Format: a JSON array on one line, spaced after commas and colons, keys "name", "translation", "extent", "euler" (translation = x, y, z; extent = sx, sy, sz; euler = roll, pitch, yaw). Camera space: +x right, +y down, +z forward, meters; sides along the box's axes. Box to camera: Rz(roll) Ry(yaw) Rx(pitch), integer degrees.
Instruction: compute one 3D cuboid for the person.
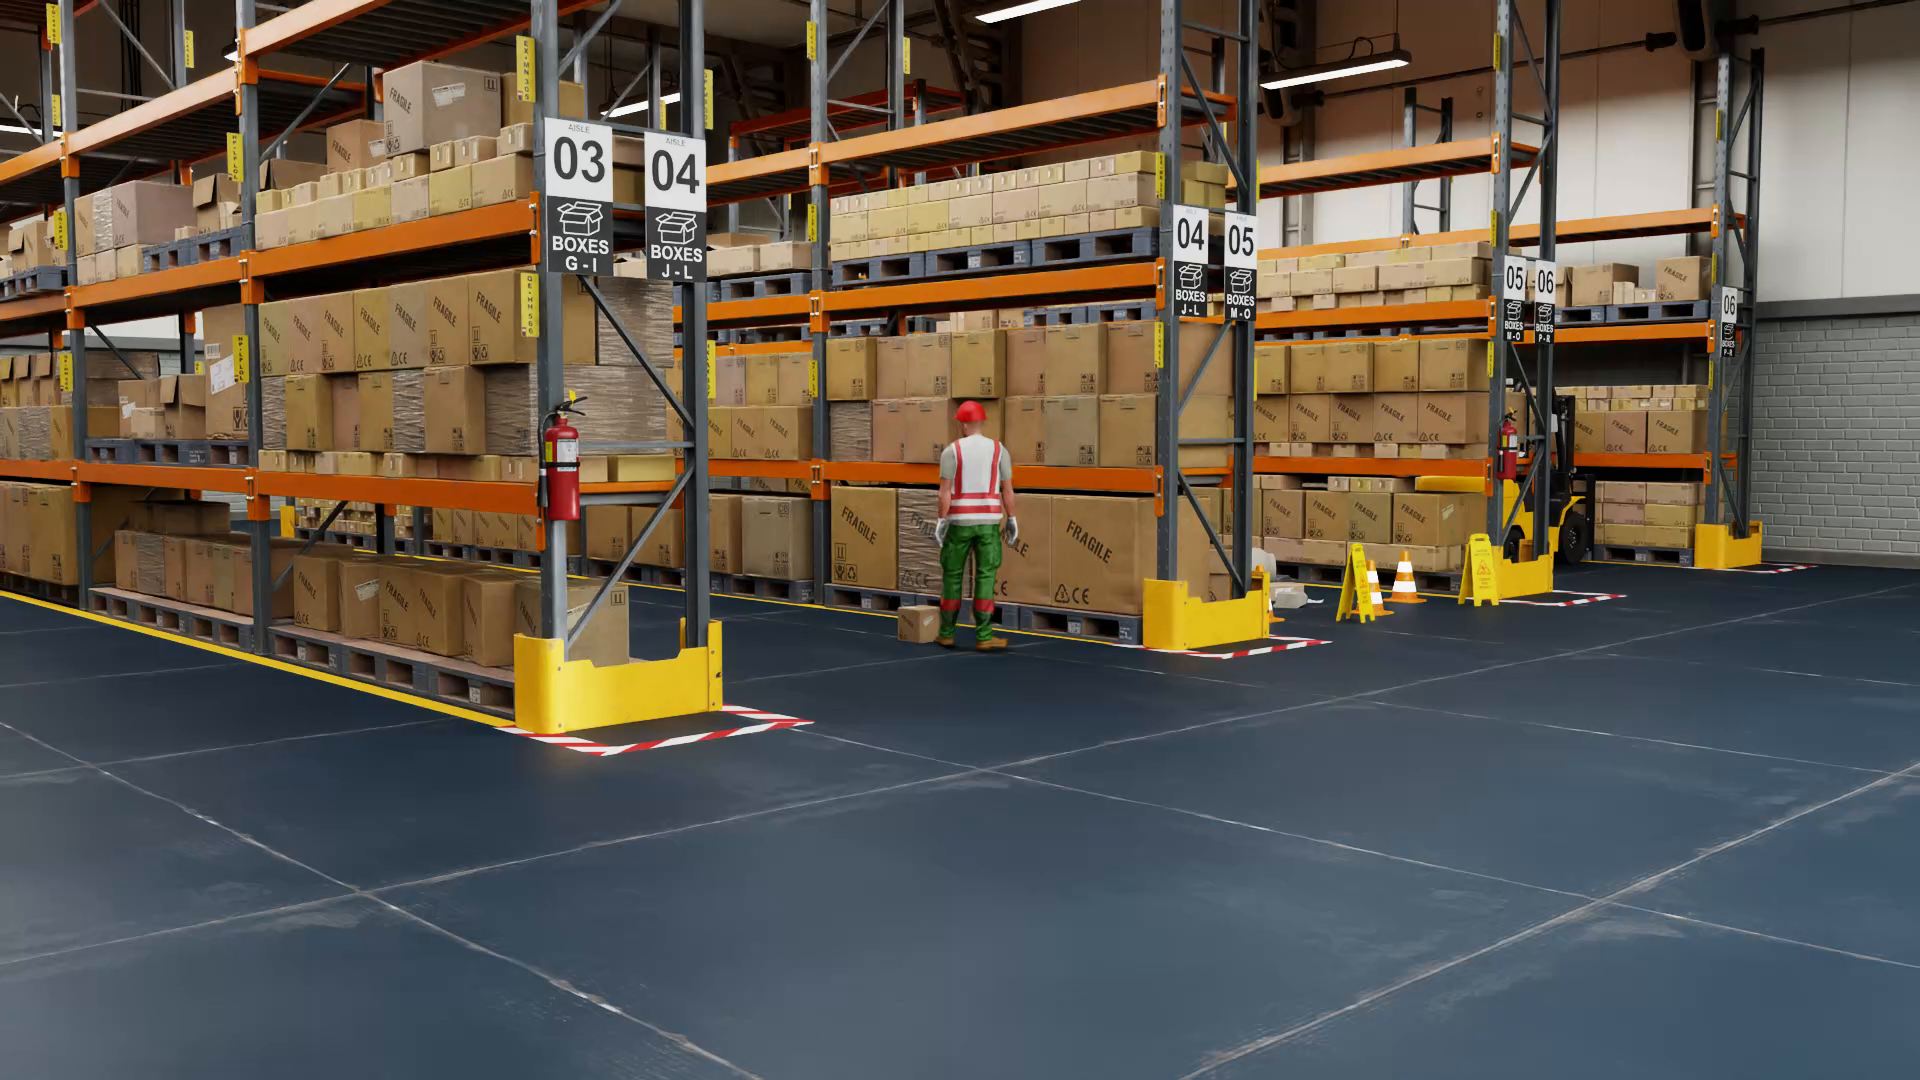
[{"name": "person", "translation": [0.003, -0.119, 12.218], "extent": [0.574, 1.784, 0.642], "euler": [-2, 4, -26]}]
